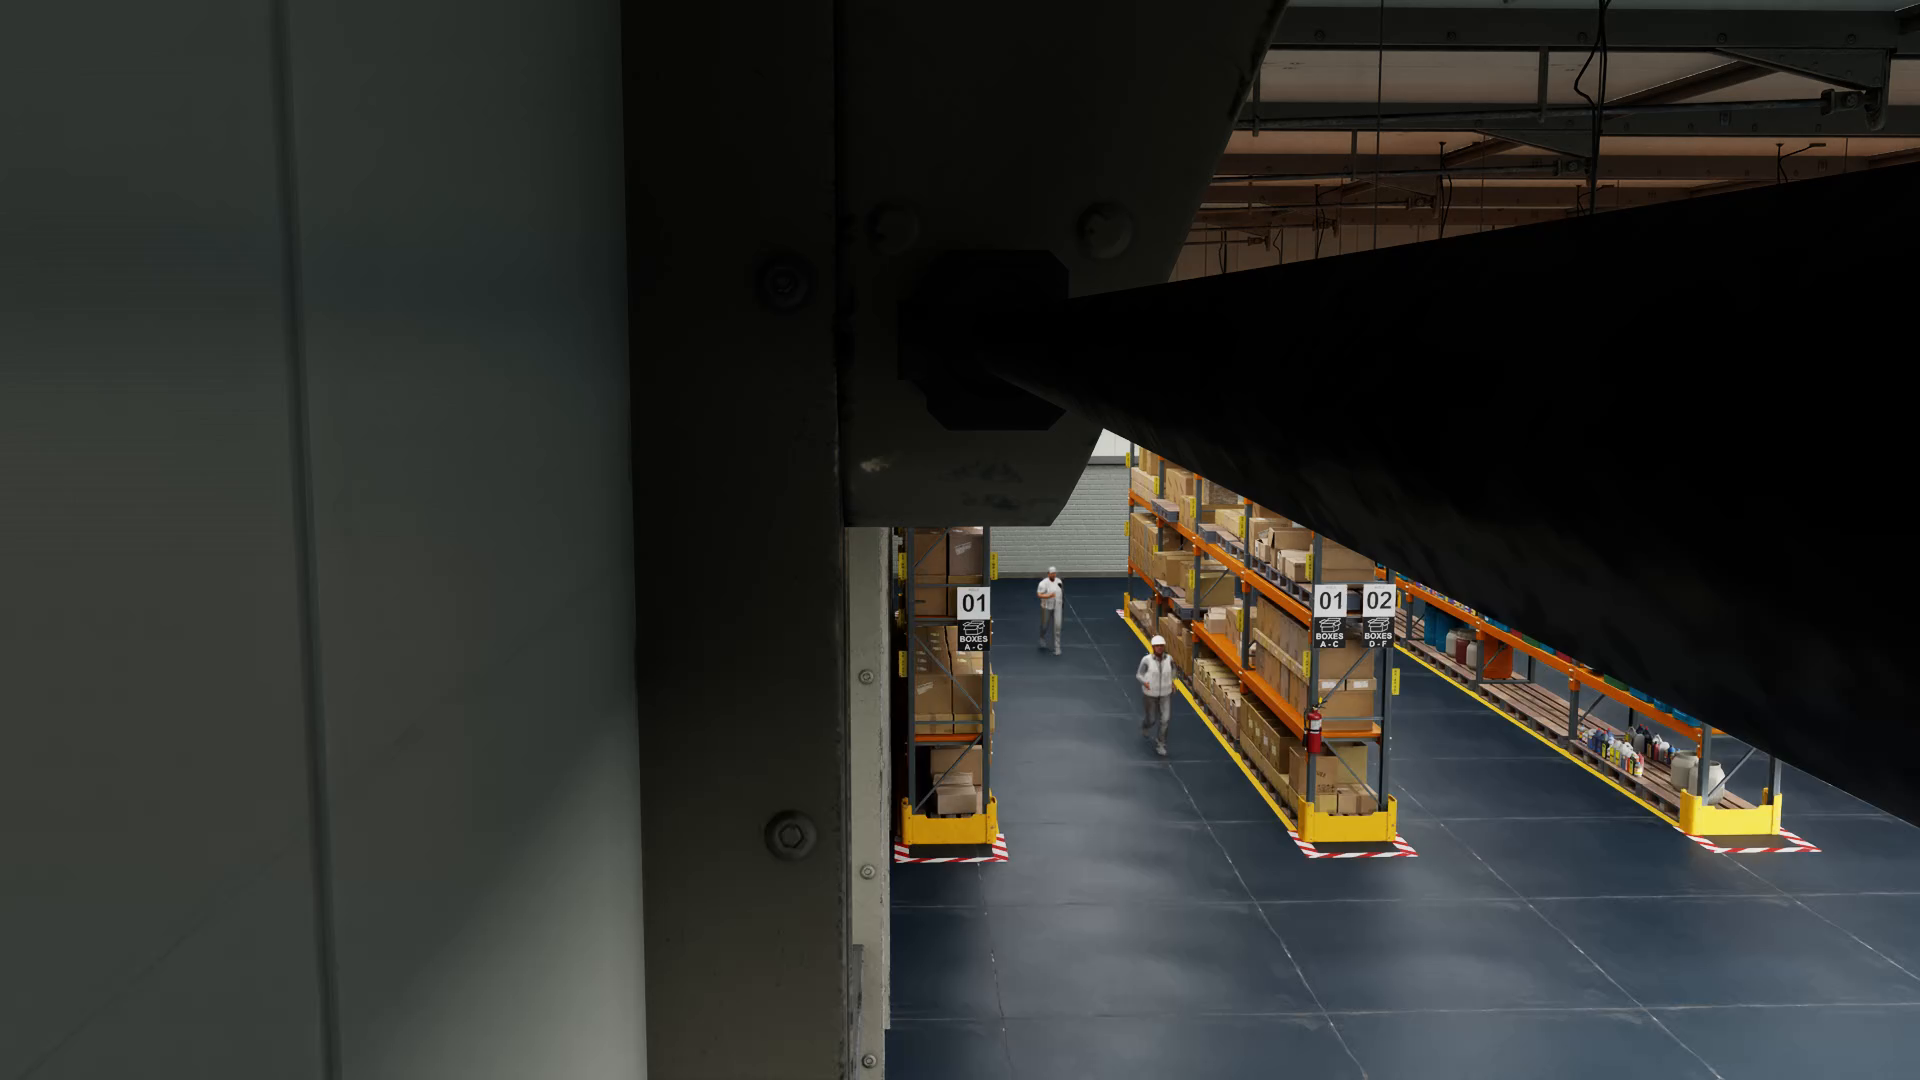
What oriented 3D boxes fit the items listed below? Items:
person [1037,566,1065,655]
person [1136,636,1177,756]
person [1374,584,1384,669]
[{"bbox_3d":[1.766,1.334,32.436,0.598,1.669,0.933,-2,8,-14],"label":"person"},{"bbox_3d":[2.942,2.280,24.915,0.651,1.754,0.876,-1,7,-8],"label":"person"},{"bbox_3d":[7.650,1.600,30.520,0.586,1.696,0.650,1,7,9],"label":"person"}]
